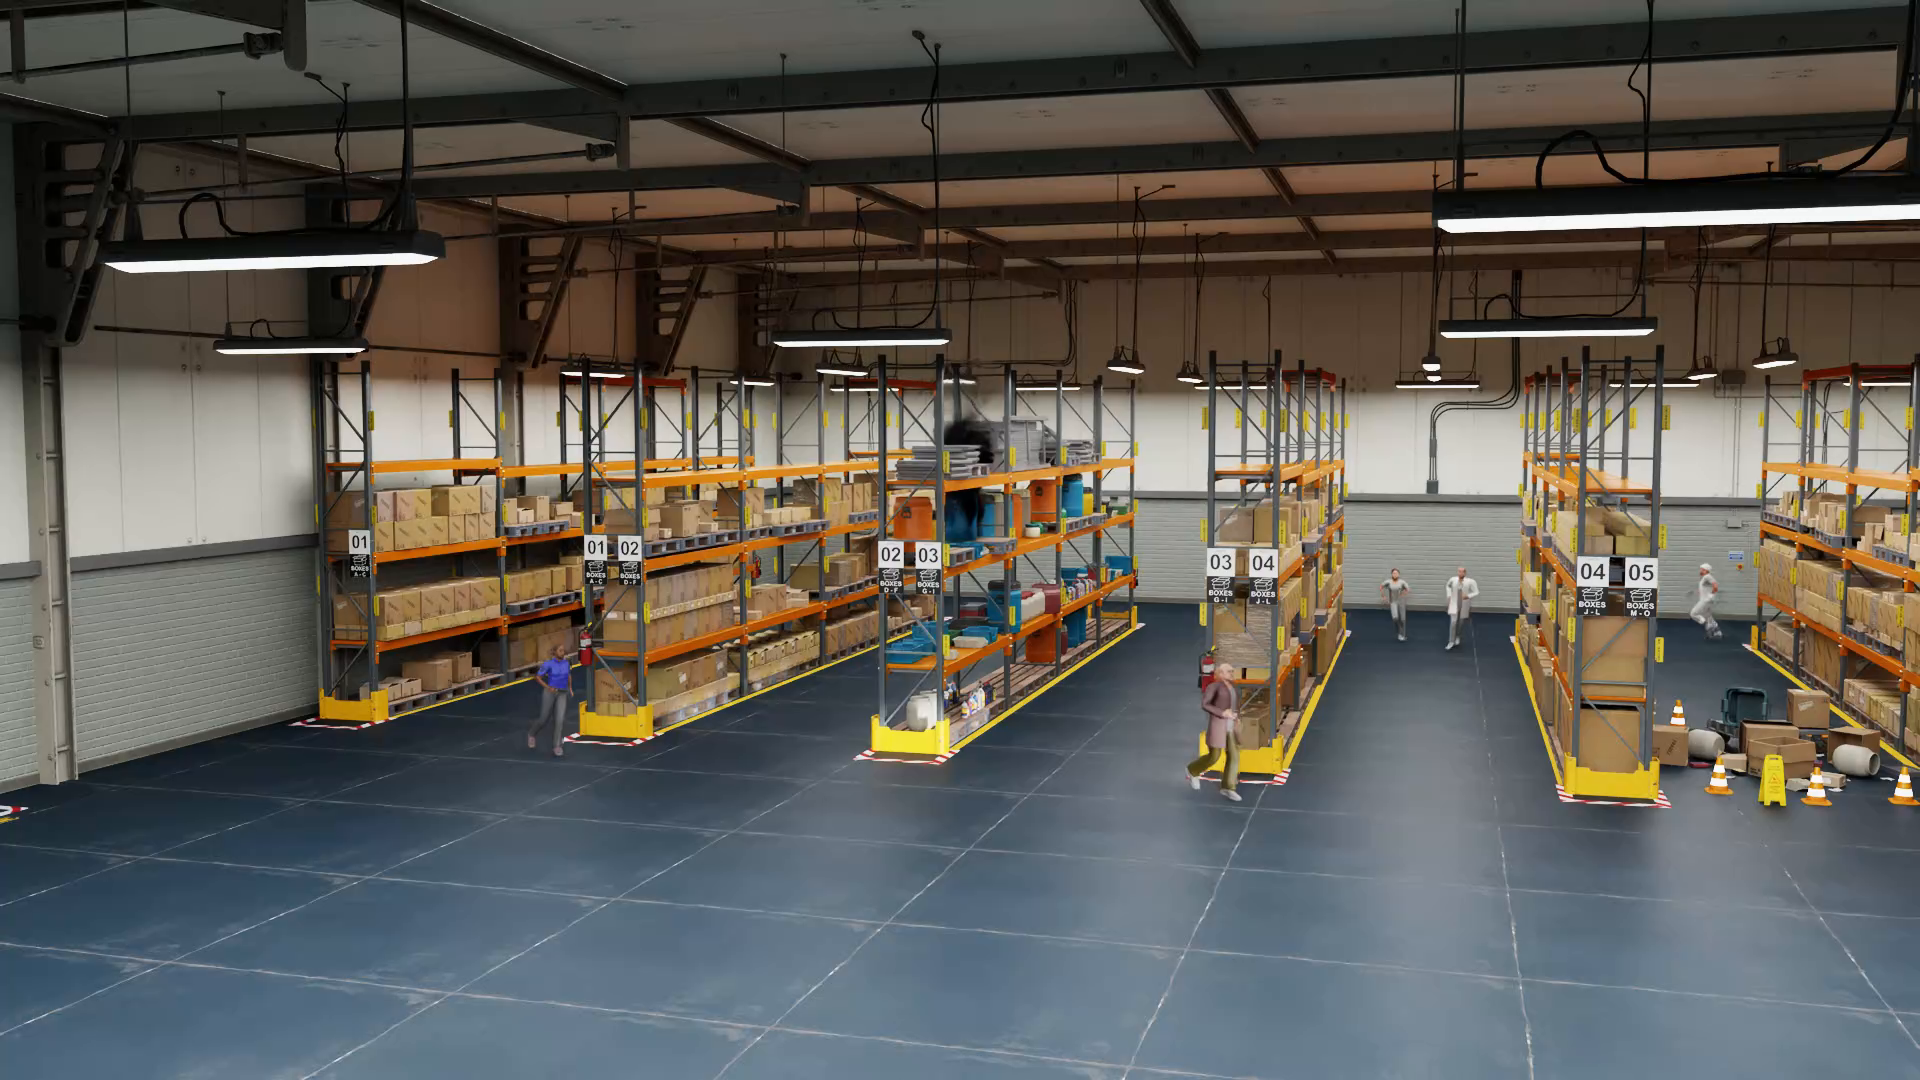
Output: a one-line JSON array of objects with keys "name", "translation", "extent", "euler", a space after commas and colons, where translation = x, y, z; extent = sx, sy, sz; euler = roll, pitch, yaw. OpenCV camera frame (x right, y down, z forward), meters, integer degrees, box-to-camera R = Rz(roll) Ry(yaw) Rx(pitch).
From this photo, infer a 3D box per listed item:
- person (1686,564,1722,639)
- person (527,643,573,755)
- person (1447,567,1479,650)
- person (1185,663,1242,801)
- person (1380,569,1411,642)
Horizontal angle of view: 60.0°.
[{"name": "person", "translation": [17.008, 1.407, 37.973], "extent": [0.781, 1.735, 0.683], "euler": [2, 5, 25]}, {"name": "person", "translation": [-6.116, 2.382, 25.175], "extent": [0.660, 1.624, 0.924], "euler": [-3, 5, -38]}, {"name": "person", "translation": [11.091, 1.491, 36.730], "extent": [0.704, 1.824, 0.902], "euler": [2, 4, 21]}, {"name": "person", "translation": [3.489, 2.530, 22.237], "extent": [0.727, 1.776, 0.959], "euler": [-3, 5, -37]}, {"name": "person", "translation": [9.915, 1.472, 37.871], "extent": [0.677, 1.656, 0.649], "euler": [1, 4, 10]}]
